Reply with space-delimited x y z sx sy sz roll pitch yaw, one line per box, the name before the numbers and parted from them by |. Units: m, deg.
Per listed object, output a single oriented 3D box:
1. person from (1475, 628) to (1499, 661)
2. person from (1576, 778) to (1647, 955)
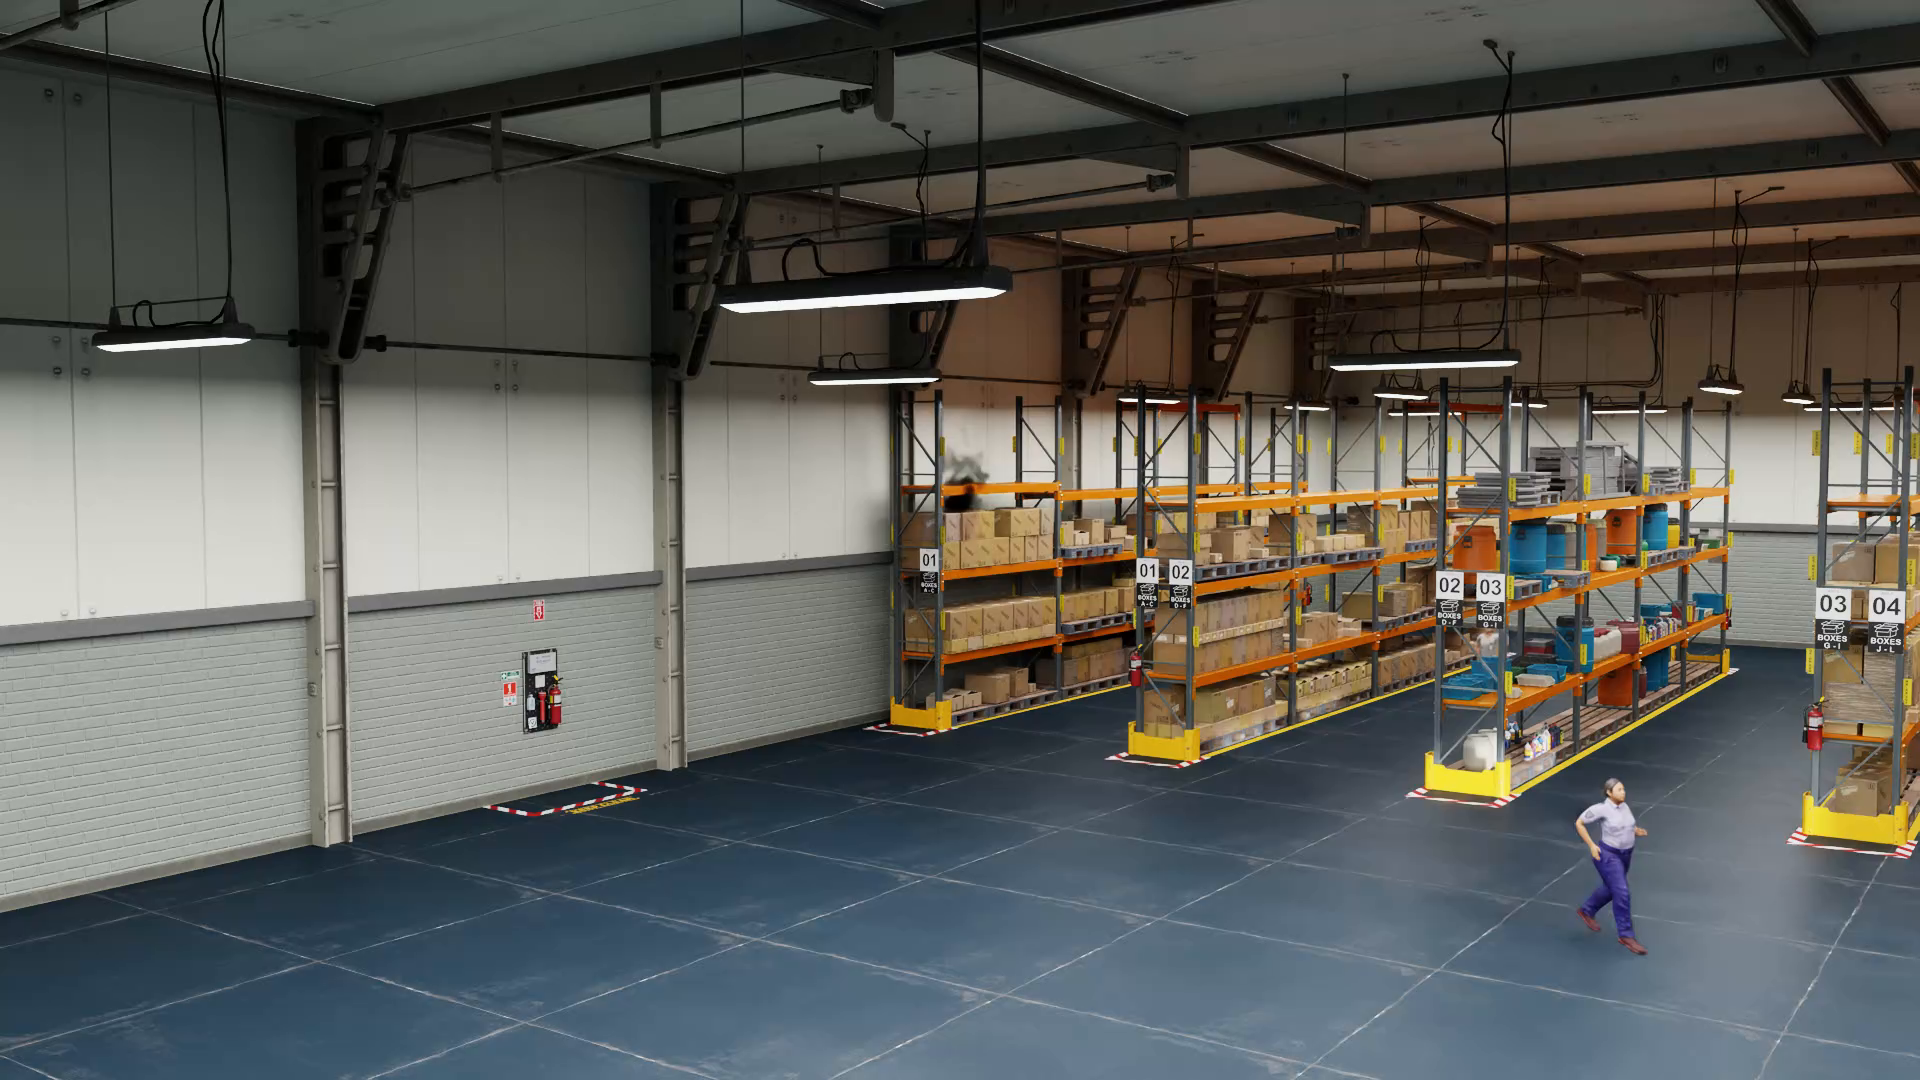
person | 10.254 2.370 32.272 0.541 1.624 0.553 2 4 31
person | 6.558 3.234 16.713 0.594 1.649 0.895 -2 4 -35
